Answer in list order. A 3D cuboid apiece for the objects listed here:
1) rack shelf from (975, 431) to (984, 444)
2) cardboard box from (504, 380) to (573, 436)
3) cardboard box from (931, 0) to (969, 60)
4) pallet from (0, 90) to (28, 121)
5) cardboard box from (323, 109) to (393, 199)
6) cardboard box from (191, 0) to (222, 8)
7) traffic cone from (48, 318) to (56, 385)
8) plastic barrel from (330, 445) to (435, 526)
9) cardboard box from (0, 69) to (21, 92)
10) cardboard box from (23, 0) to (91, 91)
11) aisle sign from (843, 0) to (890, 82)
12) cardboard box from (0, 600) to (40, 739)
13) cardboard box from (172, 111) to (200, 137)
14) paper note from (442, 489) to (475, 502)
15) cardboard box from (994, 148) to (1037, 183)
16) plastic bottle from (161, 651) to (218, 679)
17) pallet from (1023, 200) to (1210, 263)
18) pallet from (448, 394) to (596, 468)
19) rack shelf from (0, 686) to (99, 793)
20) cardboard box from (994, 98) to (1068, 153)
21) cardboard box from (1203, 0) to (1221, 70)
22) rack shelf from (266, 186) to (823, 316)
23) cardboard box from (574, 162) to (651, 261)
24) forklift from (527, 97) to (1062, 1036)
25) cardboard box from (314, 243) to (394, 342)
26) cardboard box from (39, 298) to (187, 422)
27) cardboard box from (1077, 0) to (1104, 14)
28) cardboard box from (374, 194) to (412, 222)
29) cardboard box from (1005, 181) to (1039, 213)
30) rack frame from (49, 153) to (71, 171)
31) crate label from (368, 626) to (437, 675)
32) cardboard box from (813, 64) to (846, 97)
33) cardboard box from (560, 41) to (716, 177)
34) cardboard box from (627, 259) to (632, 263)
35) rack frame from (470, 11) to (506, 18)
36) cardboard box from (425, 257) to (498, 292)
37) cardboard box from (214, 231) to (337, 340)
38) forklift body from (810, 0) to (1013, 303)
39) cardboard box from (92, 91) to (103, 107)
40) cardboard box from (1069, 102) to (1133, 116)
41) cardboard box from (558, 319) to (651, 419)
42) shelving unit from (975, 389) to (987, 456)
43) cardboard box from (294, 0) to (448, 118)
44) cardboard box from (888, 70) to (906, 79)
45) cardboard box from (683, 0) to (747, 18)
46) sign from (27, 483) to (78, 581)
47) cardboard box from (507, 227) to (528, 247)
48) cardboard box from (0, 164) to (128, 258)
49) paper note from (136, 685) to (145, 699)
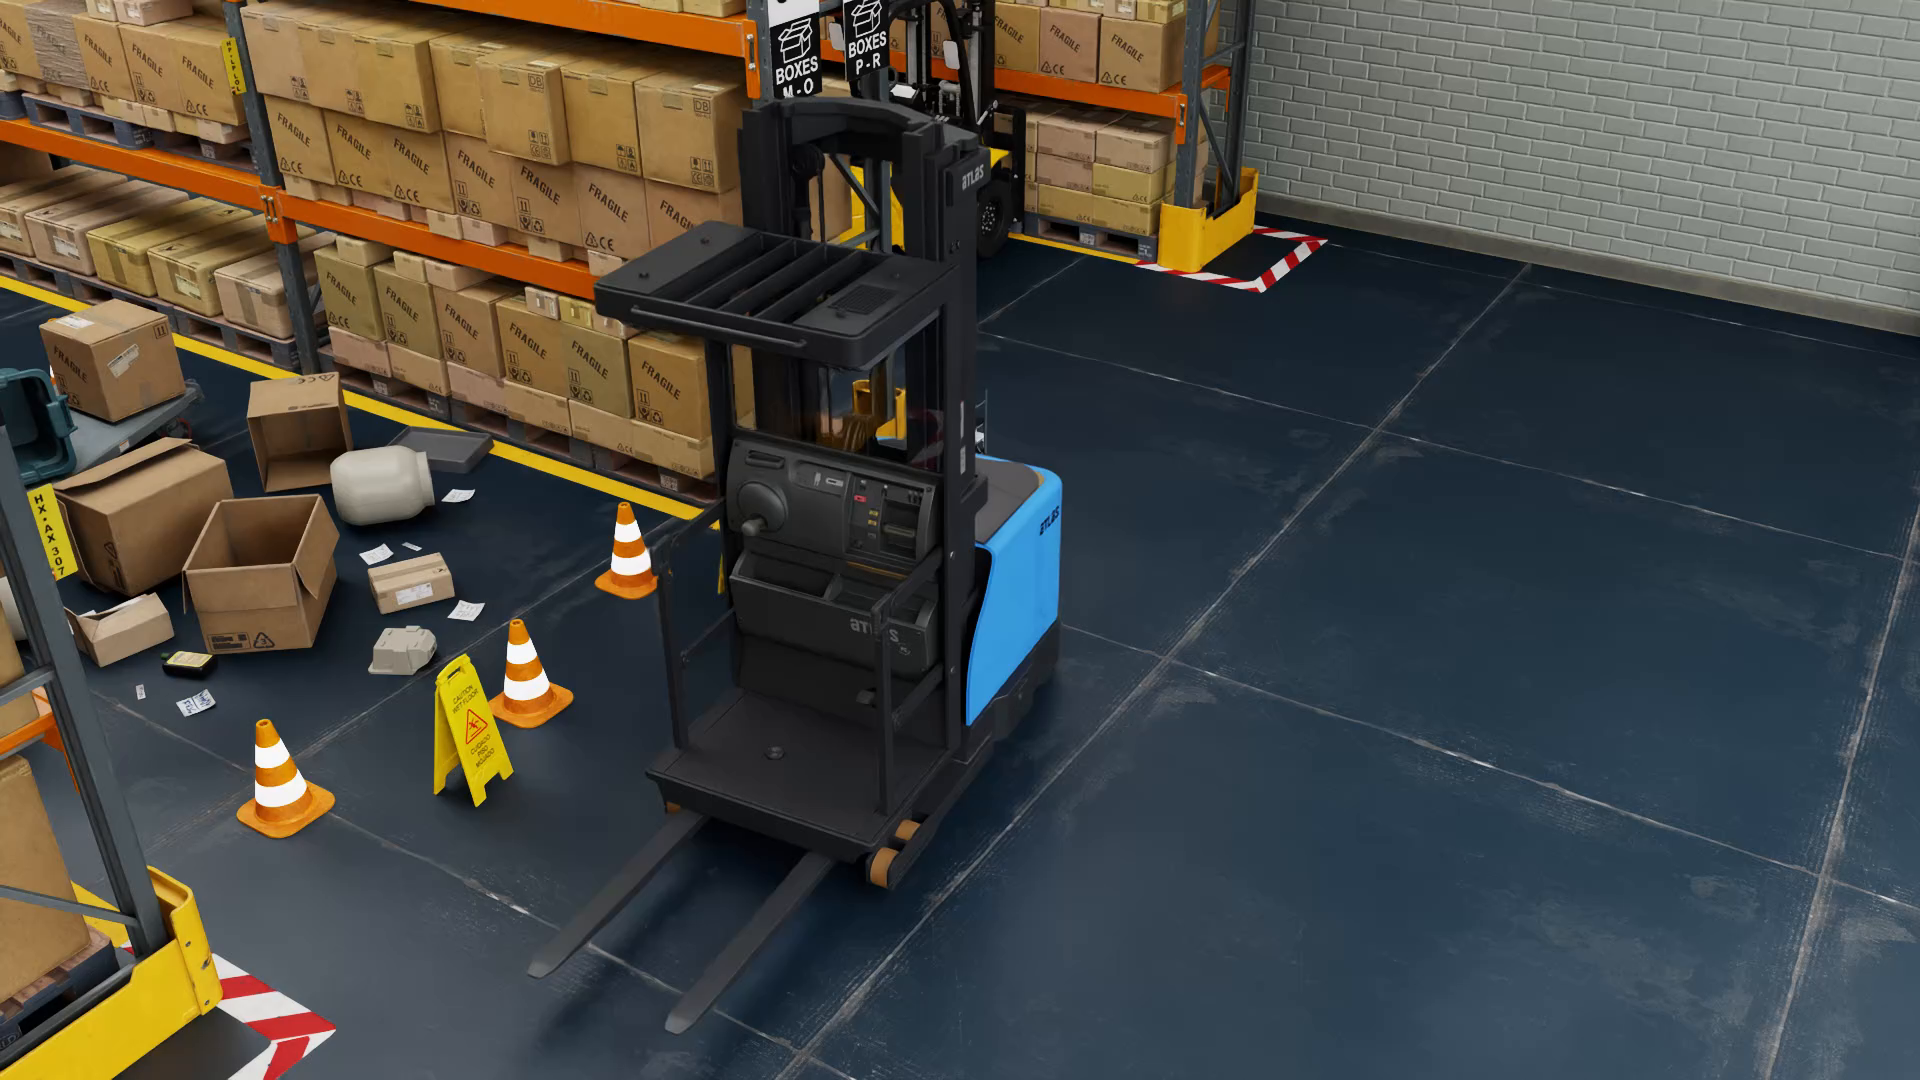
[{"bbox_3d":[-0.007,-0.518,8.953,0.200,0.077,0.258,18,35,27],"label":"rack shelf"},{"bbox_3d":[-2.401,-0.892,10.114,0.500,0.250,0.500,16,34,26],"label":"cardboard box"},{"bbox_3d":[0.086,-4.109,13.218,0.500,0.500,0.500,18,35,28],"label":"cardboard box"},{"bbox_3d":[-6.808,-3.432,12.346,1.003,0.211,1.213,18,35,27],"label":"pallet"},{"bbox_3d":[-3.419,-2.399,9.990,0.500,0.500,0.500,17,34,27],"label":"cardboard box"},{"bbox_3d":[-5.161,-3.462,11.396,0.500,0.500,0.500,17,34,27],"label":"cardboard box"},{"bbox_3d":[-5.875,-1.227,10.894,0.334,0.463,0.336,18,35,27],"label":"traffic cone"},{"bbox_3d":[-3.247,-0.311,9.363,0.512,0.421,0.421,-9,32,-15],"label":"plastic barrel"},{"bbox_3d":[-6.641,-3.301,11.764,0.250,0.149,0.380,18,35,28],"label":"cardboard box"},{"bbox_3d":[-5.893,-3.380,11.256,0.500,0.500,0.500,16,34,26],"label":"cardboard box"},{"bbox_3d":[-0.476,-2.755,8.416,0.004,0.787,0.394,18,35,27],"label":"aisle sign"},{"bbox_3d":[-3.577,0.478,5.305,0.550,0.550,0.875,18,35,27],"label":"cardboard box"},{"bbox_3d":[-4.877,-2.759,10.836,0.250,0.149,0.380,16,34,26],"label":"cardboard box"},{"bbox_3d":[-2.914,-0.262,9.668,0.148,0.019,0.142,6,31,10],"label":"paper note"},{"bbox_3d":[0.497,-3.111,13.422,0.500,0.250,0.500,17,34,26],"label":"cardboard box"},{"bbox_3d":[-3.803,0.606,8.150,0.283,0.061,0.133,6,31,10],"label":"plastic bottle"},{"bbox_3d":[1.273,-2.619,13.529,1.213,0.211,1.003,18,35,27],"label":"pallet"},{"bbox_3d":[-2.456,-0.893,10.570,1.213,0.211,1.003,18,35,27],"label":"pallet"},{"bbox_3d":[-4.933,0.398,6.305,4.000,0.370,1.077,18,35,27],"label":"rack shelf"},{"bbox_3d":[0.519,-3.317,13.279,0.500,0.250,0.500,18,35,28],"label":"cardboard box"},{"bbox_3d":[1.671,-3.931,12.912,0.500,0.500,0.500,19,35,29],"label":"cardboard box"},{"bbox_3d":[-2.387,-1.742,9.973,4.000,0.370,1.077,18,35,27],"label":"rack shelf"},{"bbox_3d":[-1.721,-1.852,9.054,0.500,0.500,0.500,18,35,27],"label":"cardboard box"},{"bbox_3d":[-0.619,-0.095,6.505,1.130,2.935,3.031,14,33,22],"label":"forklift"},{"bbox_3d":[-3.725,-1.633,10.639,0.500,0.500,0.500,19,35,30],"label":"cardboard box"},{"bbox_3d":[-5.002,-1.068,9.833,0.500,0.500,0.500,18,35,27],"label":"cardboard box"},{"bbox_3d":[1.081,-4.084,12.531,0.250,0.149,0.380,18,35,28],"label":"cardboard box"},{"bbox_3d":[-3.311,-2.074,10.077,0.250,0.149,0.380,19,35,29],"label":"cardboard box"},{"bbox_3d":[0.542,-2.896,13.549,0.500,0.250,0.500,18,35,28],"label":"cardboard box"},{"bbox_3d":[-7.469,-3.660,12.547,0.127,3.000,1.000,18,35,27],"label":"rack frame"},{"bbox_3d":[-2.744,0.536,8.196,0.298,0.136,0.250,1,30,2],"label":"crate label"},{"bbox_3d":[-1.202,-3.870,14.226,0.500,0.250,0.500,17,34,27],"label":"cardboard box"},{"bbox_3d":[-1.666,-2.303,8.834,0.500,0.500,0.700,18,35,28],"label":"cardboard box"},{"bbox_3d":[-1.603,-1.515,9.120,0.250,0.149,0.380,17,34,27],"label":"cardboard box"},{"bbox_3d":[-4.833,-5.779,16.180,0.127,3.000,1.000,18,35,27],"label":"rack frame"},{"bbox_3d":[-2.985,-1.646,10.019,0.250,0.149,0.380,20,36,30],"label":"cardboard box"},{"bbox_3d":[-4.526,-1.774,11.505,0.625,0.372,0.950,18,35,28],"label":"cardboard box"},{"bbox_3d":[-0.633,-2.999,12.256,1.214,2.155,2.313,18,35,27],"label":"forklift body"},{"bbox_3d":[-5.688,-3.075,11.377,0.250,0.149,0.380,16,34,26],"label":"cardboard box"},{"bbox_3d":[1.211,-3.404,13.427,0.500,0.250,0.500,18,35,27],"label":"cardboard box"},{"bbox_3d":[-1.954,-1.076,9.685,0.500,0.500,0.500,19,35,29],"label":"cardboard box"},{"bbox_3d":[-0.007,-0.391,9.027,0.210,0.900,0.258,18,35,27],"label":"shelving unit"},{"bbox_3d":[-3.402,-2.835,9.747,0.500,0.500,0.700,18,35,28],"label":"cardboard box"},{"bbox_3d":[-0.488,-3.955,14.372,0.500,0.250,0.500,17,34,27],"label":"cardboard box"},{"bbox_3d":[-1.144,-2.680,8.140,0.250,0.149,0.380,18,35,28],"label":"cardboard box"},{"bbox_3d":[-2.939,-0.020,5.370,0.005,0.325,0.100,18,35,27],"label":"sign"},{"bbox_3d":[-2.408,-1.835,9.668,0.250,0.149,0.380,18,35,27],"label":"cardboard box"},{"bbox_3d":[-6.995,-2.551,12.836,0.625,0.372,0.950,15,34,24],"label":"cardboard box"},{"bbox_3d":[-3.937,0.730,7.989,0.032,0.001,0.123,-15,33,-24],"label":"paper note"}]
